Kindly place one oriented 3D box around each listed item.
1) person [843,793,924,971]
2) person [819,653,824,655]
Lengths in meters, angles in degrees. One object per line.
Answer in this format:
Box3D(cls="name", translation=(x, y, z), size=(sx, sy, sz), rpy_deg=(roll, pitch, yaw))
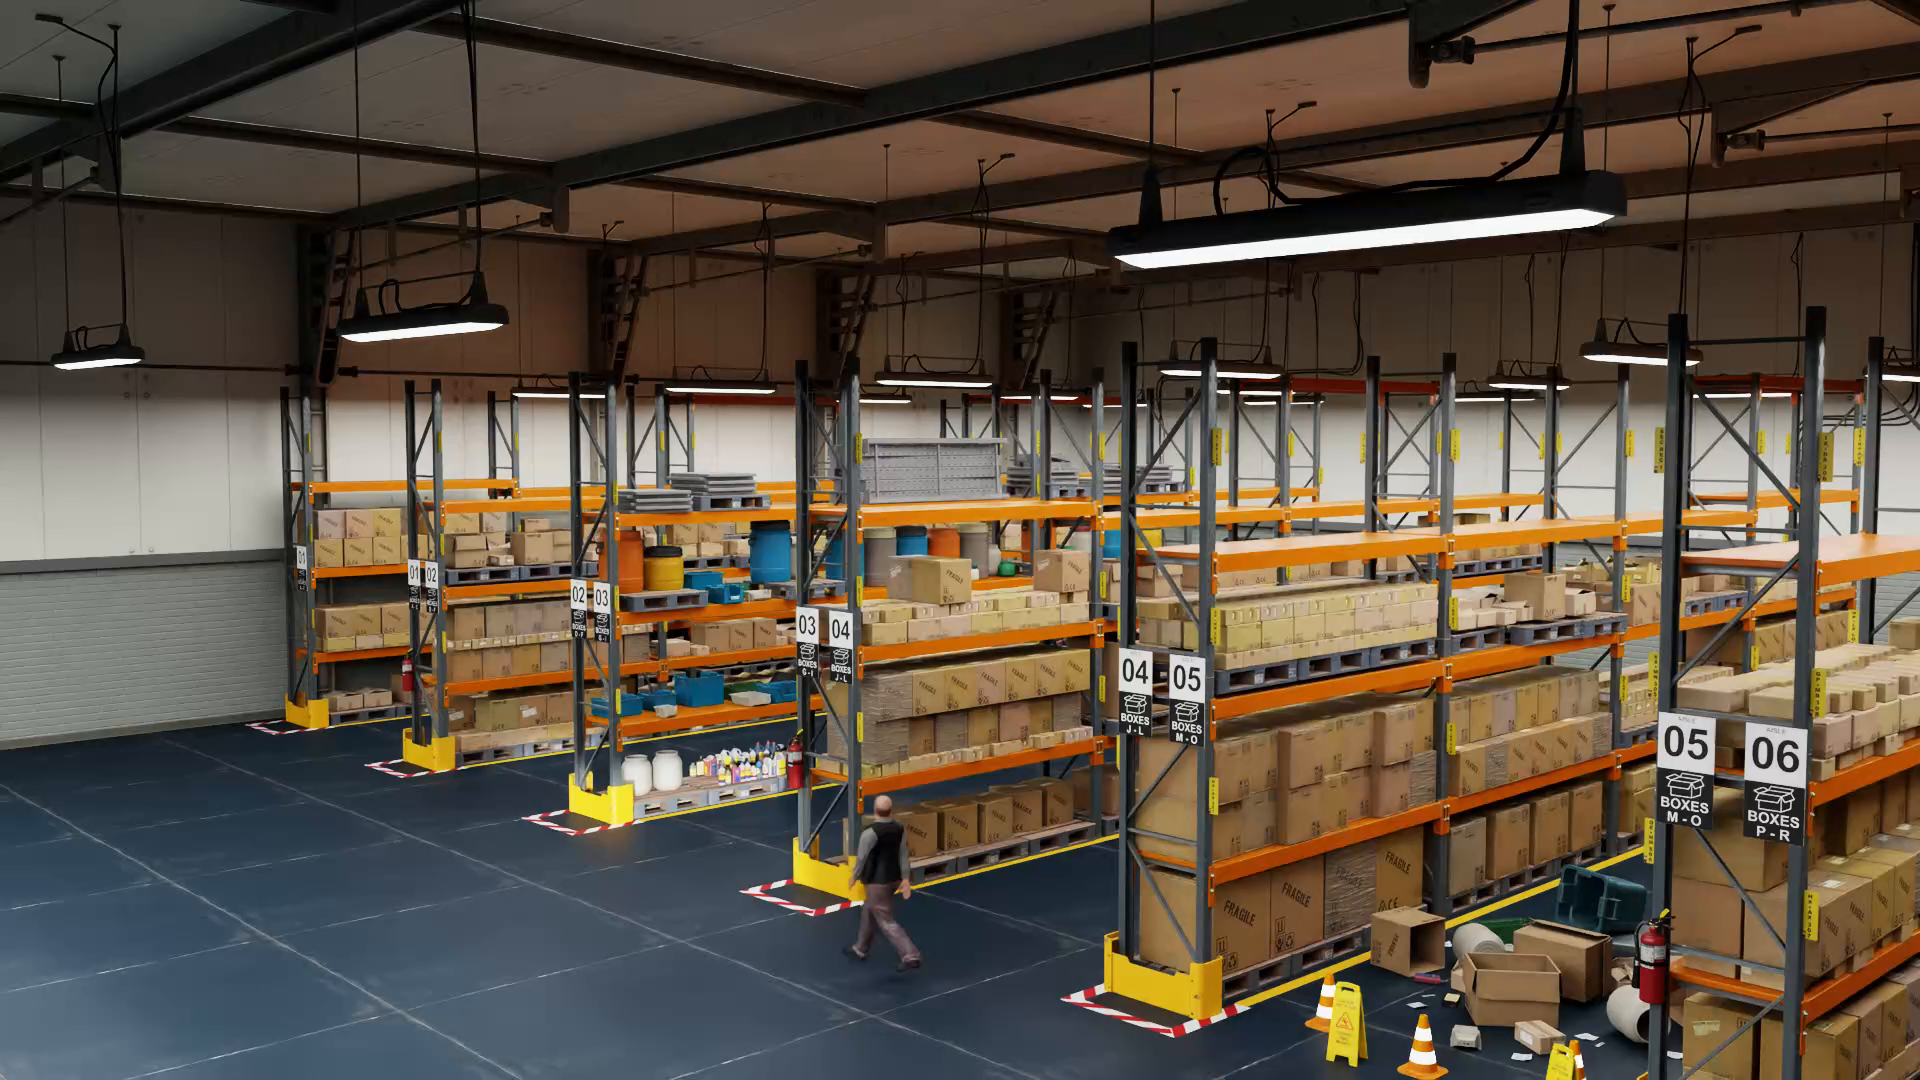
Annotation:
Box3D(cls="person", translation=(-0.739, 3.289, 16.036), size=(0.720, 1.719, 0.581), rpy_deg=(-1, 4, -11))
Box3D(cls="person", translation=(-3.018, 2.096, 35.147), size=(0.603, 1.688, 0.538), rpy_deg=(3, 5, 40))
